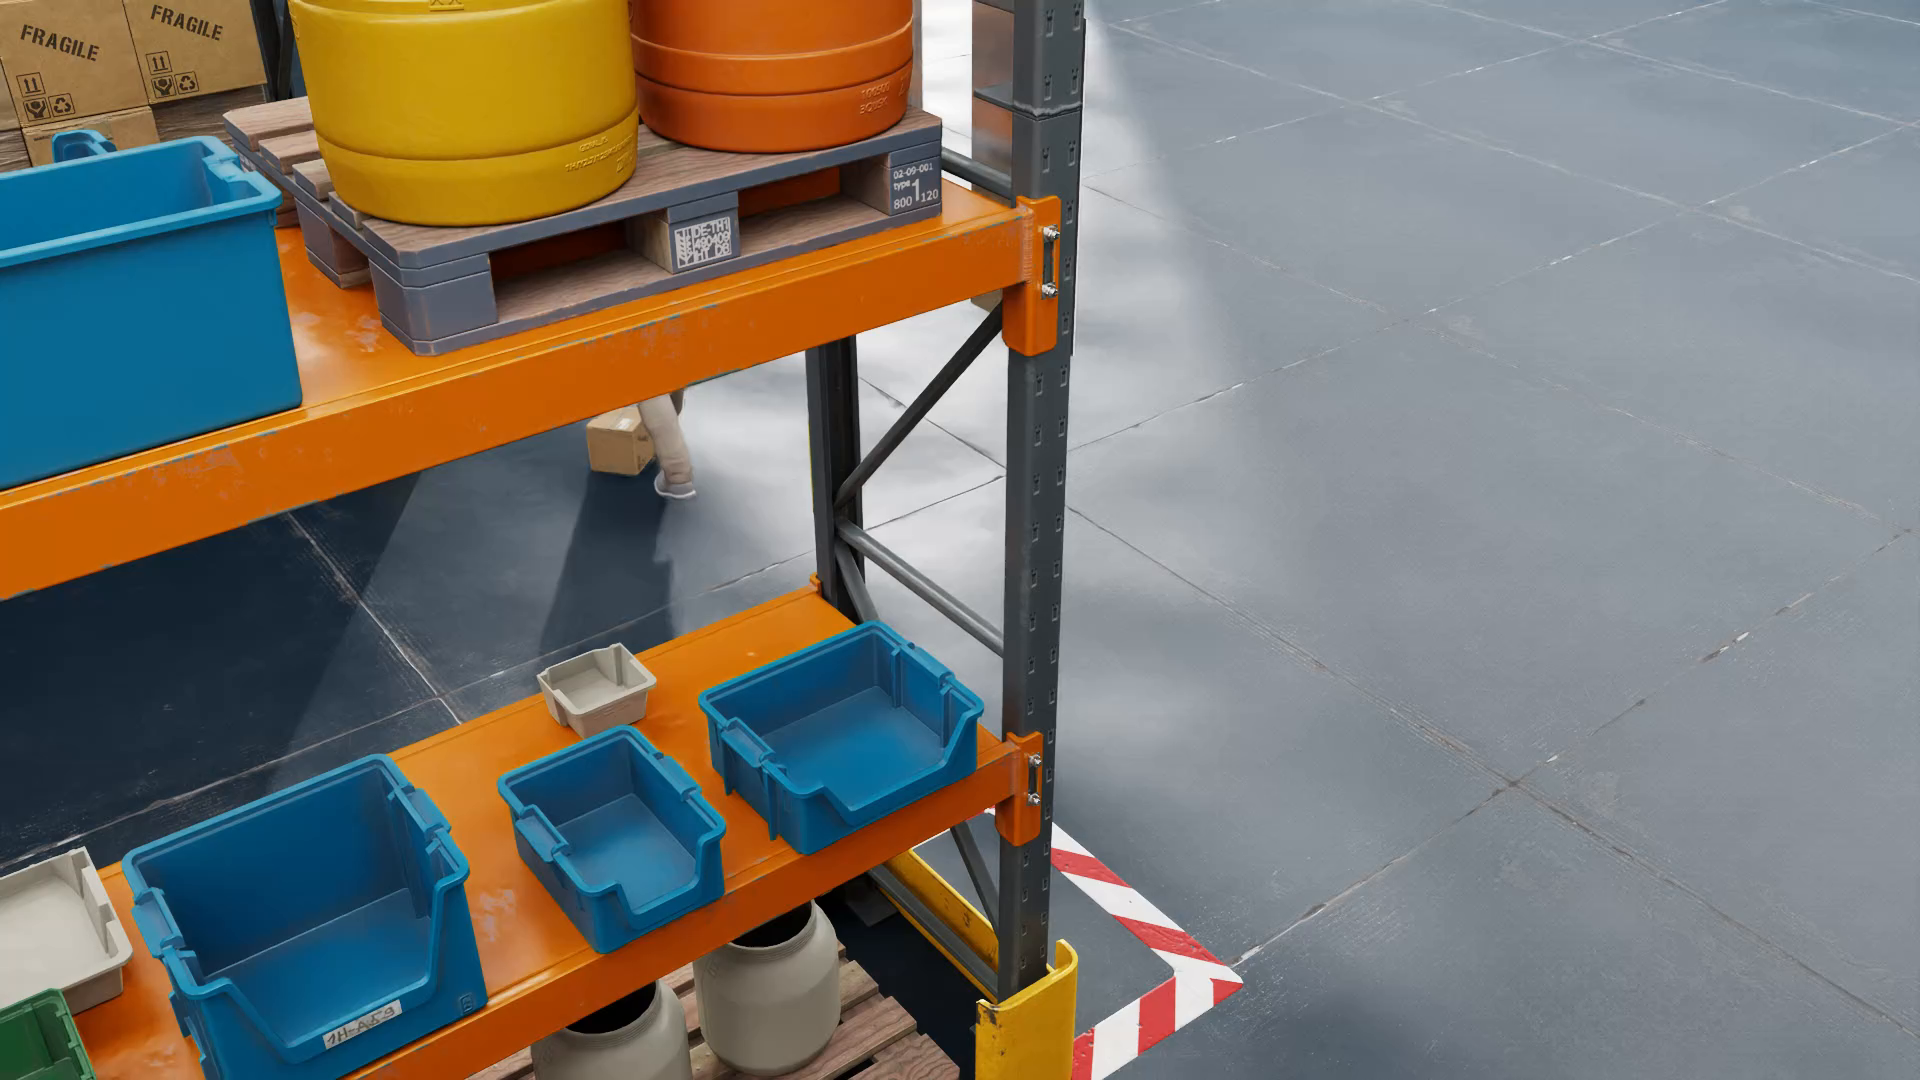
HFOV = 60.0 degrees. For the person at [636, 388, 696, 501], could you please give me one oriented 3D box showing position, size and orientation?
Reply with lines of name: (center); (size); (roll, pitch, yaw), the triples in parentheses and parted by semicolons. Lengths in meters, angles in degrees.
person: (-1.485, -1.098, 7.897); (0.563, 1.664, 1.080); (-17, 36, -25)
